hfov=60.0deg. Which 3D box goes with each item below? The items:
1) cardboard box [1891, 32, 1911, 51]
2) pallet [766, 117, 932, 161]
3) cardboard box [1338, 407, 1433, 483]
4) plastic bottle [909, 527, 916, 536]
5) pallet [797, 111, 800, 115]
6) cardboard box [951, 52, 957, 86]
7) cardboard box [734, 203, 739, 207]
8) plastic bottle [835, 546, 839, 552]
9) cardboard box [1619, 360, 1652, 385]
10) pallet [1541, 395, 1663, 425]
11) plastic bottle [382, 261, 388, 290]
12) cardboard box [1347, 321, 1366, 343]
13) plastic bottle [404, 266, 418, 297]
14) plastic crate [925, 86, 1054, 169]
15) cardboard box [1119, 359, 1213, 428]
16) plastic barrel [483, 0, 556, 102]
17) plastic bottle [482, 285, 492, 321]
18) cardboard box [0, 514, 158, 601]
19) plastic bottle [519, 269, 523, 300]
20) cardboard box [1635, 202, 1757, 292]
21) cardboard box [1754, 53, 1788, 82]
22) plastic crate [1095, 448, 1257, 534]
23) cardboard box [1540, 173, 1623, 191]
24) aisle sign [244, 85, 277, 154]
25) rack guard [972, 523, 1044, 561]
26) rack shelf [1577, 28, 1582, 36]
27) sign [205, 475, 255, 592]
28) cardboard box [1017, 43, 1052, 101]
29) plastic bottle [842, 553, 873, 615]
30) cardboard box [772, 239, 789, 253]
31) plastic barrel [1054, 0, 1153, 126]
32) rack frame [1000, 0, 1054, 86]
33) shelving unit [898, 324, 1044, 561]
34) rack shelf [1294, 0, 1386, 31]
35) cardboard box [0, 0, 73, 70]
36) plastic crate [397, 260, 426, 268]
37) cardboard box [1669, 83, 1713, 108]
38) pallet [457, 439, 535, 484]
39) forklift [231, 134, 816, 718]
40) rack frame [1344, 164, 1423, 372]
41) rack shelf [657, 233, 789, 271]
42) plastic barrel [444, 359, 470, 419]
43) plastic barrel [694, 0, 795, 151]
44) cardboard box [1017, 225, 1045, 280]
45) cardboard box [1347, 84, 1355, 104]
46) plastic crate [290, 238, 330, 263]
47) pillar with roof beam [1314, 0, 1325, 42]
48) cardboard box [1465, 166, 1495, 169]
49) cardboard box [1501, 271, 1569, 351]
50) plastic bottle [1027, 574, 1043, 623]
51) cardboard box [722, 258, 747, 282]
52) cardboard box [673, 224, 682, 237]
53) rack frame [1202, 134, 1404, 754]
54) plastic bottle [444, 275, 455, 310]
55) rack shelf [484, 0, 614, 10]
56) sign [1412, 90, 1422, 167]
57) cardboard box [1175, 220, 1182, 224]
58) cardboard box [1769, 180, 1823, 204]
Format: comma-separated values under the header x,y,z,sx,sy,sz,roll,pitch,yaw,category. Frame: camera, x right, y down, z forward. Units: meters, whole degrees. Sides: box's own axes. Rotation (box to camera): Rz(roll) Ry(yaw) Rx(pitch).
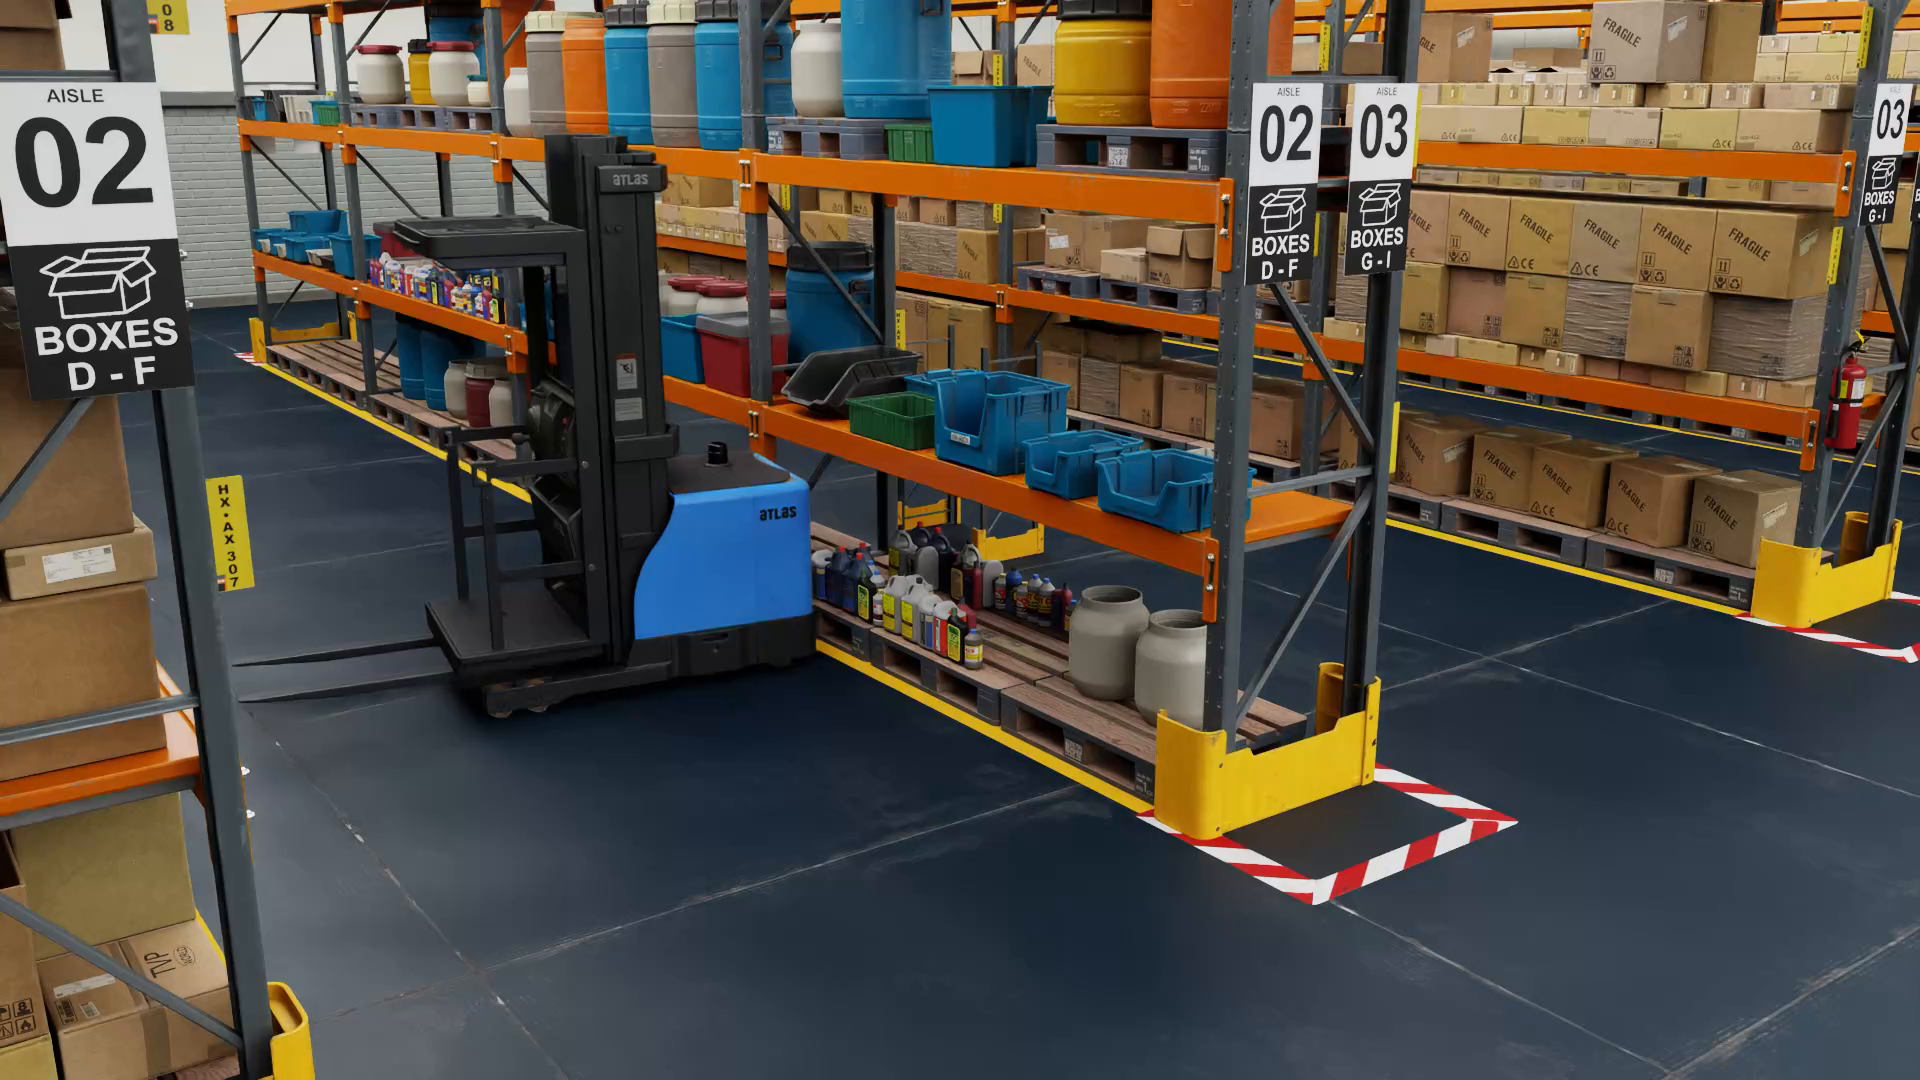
x,y,z,sx,sy,sz,roll,pitch,yaw,category
7.921,-4.175,13.945,0.380,0.149,0.250,-11,19,-35,cardboard box
-0.343,-2.315,9.529,1.213,0.211,1.003,-11,19,-35,pallet
3.363,-0.773,13.156,0.500,0.500,0.500,-12,19,-36,cardboard box
-0.296,0.051,10.520,0.061,0.283,0.133,-10,18,-32,plastic bottle
-2.016,-5.156,19.718,1.003,0.211,1.213,-11,19,-35,pallet
-0.187,-4.709,16.931,0.500,0.500,0.500,-10,18,-32,cardboard box
-2.798,-4.222,21.539,0.500,0.250,0.500,-12,19,-36,cardboard box
-0.715,0.184,10.035,0.061,0.283,0.133,-11,19,-35,plastic bottle
4.595,-1.135,11.018,0.380,0.149,0.250,-11,19,-35,cardboard box
6.717,-1.424,16.878,1.003,0.211,1.213,-11,19,-35,pallet
-5.461,-2.529,15.878,0.097,0.271,0.097,0,15,0,plastic bottle
3.180,-1.598,12.709,0.380,0.149,0.250,-11,19,-35,cardboard box
-5.041,-2.391,15.366,0.152,0.276,0.135,-11,19,-35,plastic bottle
0.141,-2.044,8.210,0.392,0.384,0.575,-11,19,-35,plastic crate
1.894,-1.352,15.234,0.700,0.500,0.500,-9,18,-30,cardboard box
-3.529,-3.931,13.465,0.600,0.830,0.708,-11,19,-35,plastic barrel
-3.916,-1.966,13.798,0.061,0.283,0.133,-11,19,-35,plastic bottle
-2.559,0.045,4.810,0.380,0.149,0.250,-11,19,-35,cardboard box
-4.006,-2.332,15.148,0.152,0.276,0.135,-11,19,-35,plastic bottle
4.691,-1.872,10.587,0.500,0.500,0.500,-11,19,-35,cardboard box
7.293,-4.236,14.926,0.500,0.250,0.500,-11,19,-34,cardboard box
0.970,-0.233,7.527,0.499,0.251,0.616,-11,19,-35,plastic crate
6.334,-3.469,16.984,0.700,0.500,0.500,-11,19,-34,cardboard box
-8.184,-4.884,19.314,0.394,0.787,0.004,-11,19,-35,aisle sign
0.338,0.002,11.595,0.587,0.250,0.087,-11,19,-35,rack guard
9.310,-8.857,28.760,1.077,0.370,4.000,-11,19,-35,rack shelf
-2.050,-0.017,4.666,0.100,0.325,0.005,-11,19,-35,sign
0.877,-4.317,15.350,0.500,0.500,0.500,-11,19,-34,cardboard box
-0.596,0.244,9.687,0.144,0.351,0.185,-12,19,-37,plastic bottle
-1.987,-3.469,19.543,0.380,0.149,0.250,-11,19,-34,cardboard box
0.733,-2.208,7.628,0.600,0.588,0.600,0,15,0,plastic barrel
0.809,-5.615,15.545,1.000,3.000,0.127,-11,19,-35,rack frame
0.045,-0.707,11.819,0.587,1.500,1.083,-11,19,-35,shelving unit
3.704,-6.251,19.988,1.077,0.370,4.000,-11,19,-35,rack shelf
-2.837,-1.366,4.448,0.797,0.503,0.637,-9,18,-31,cardboard box
-5.708,-2.830,17.120,0.396,0.136,0.243,-11,19,-35,plastic crate
4.622,-2.756,10.310,0.380,0.149,0.250,-11,19,-34,cardboard box
-3.695,-0.770,14.488,1.003,0.211,1.213,-11,19,-35,pallet
-2.376,-0.645,8.881,3.031,2.935,1.130,-7,17,-25,forklift
4.880,-3.470,19.071,1.000,3.000,0.127,-11,19,-35,rack frame
-2.719,-3.656,21.113,1.077,0.370,4.000,-11,19,-35,rack shelf
-4.567,-1.405,15.444,0.421,0.512,0.421,0,15,0,plastic barrel
-1.320,-2.862,10.219,0.600,0.901,0.708,-11,19,-35,plastic barrel
0.743,-2.916,16.858,0.500,0.500,0.500,-10,18,-33,cardboard box
3.102,-3.317,12.359,0.380,0.149,0.250,-12,19,-36,cardboard box
-7.072,-3.160,18.143,0.416,0.233,0.300,-11,19,-35,plastic crate
3.795,-9.680,30.398,9.100,9.000,0.400,-11,19,-35,pillar with roof beam
7.422,-5.185,23.253,0.500,0.500,0.500,-11,19,-35,cardboard box
4.277,-1.637,11.621,0.875,0.500,0.500,-11,19,-35,cardboard box
0.432,0.329,9.526,0.097,0.271,0.097,0,15,0,plastic bottle
-2.396,-3.099,20.946,0.875,0.875,0.875,-11,19,-35,cardboard box
-3.496,-4.017,21.546,0.380,0.149,0.250,-11,19,-35,cardboard box
1.506,-0.244,7.287,1.000,3.000,0.127,-11,19,-35,rack frame
-4.453,-2.161,14.509,0.061,0.283,0.133,-11,19,-35,plastic bottle
-2.022,-3.879,11.324,1.077,0.370,4.000,-11,19,-35,rack shelf
1.954,-1.780,7.198,0.100,0.325,0.005,-11,19,-35,sign
2.846,-4.084,20.995,0.380,0.149,0.250,-11,19,-34,cardboard box
7.839,-3.025,15.118,0.875,0.550,0.550,-11,19,-35,cardboard box
